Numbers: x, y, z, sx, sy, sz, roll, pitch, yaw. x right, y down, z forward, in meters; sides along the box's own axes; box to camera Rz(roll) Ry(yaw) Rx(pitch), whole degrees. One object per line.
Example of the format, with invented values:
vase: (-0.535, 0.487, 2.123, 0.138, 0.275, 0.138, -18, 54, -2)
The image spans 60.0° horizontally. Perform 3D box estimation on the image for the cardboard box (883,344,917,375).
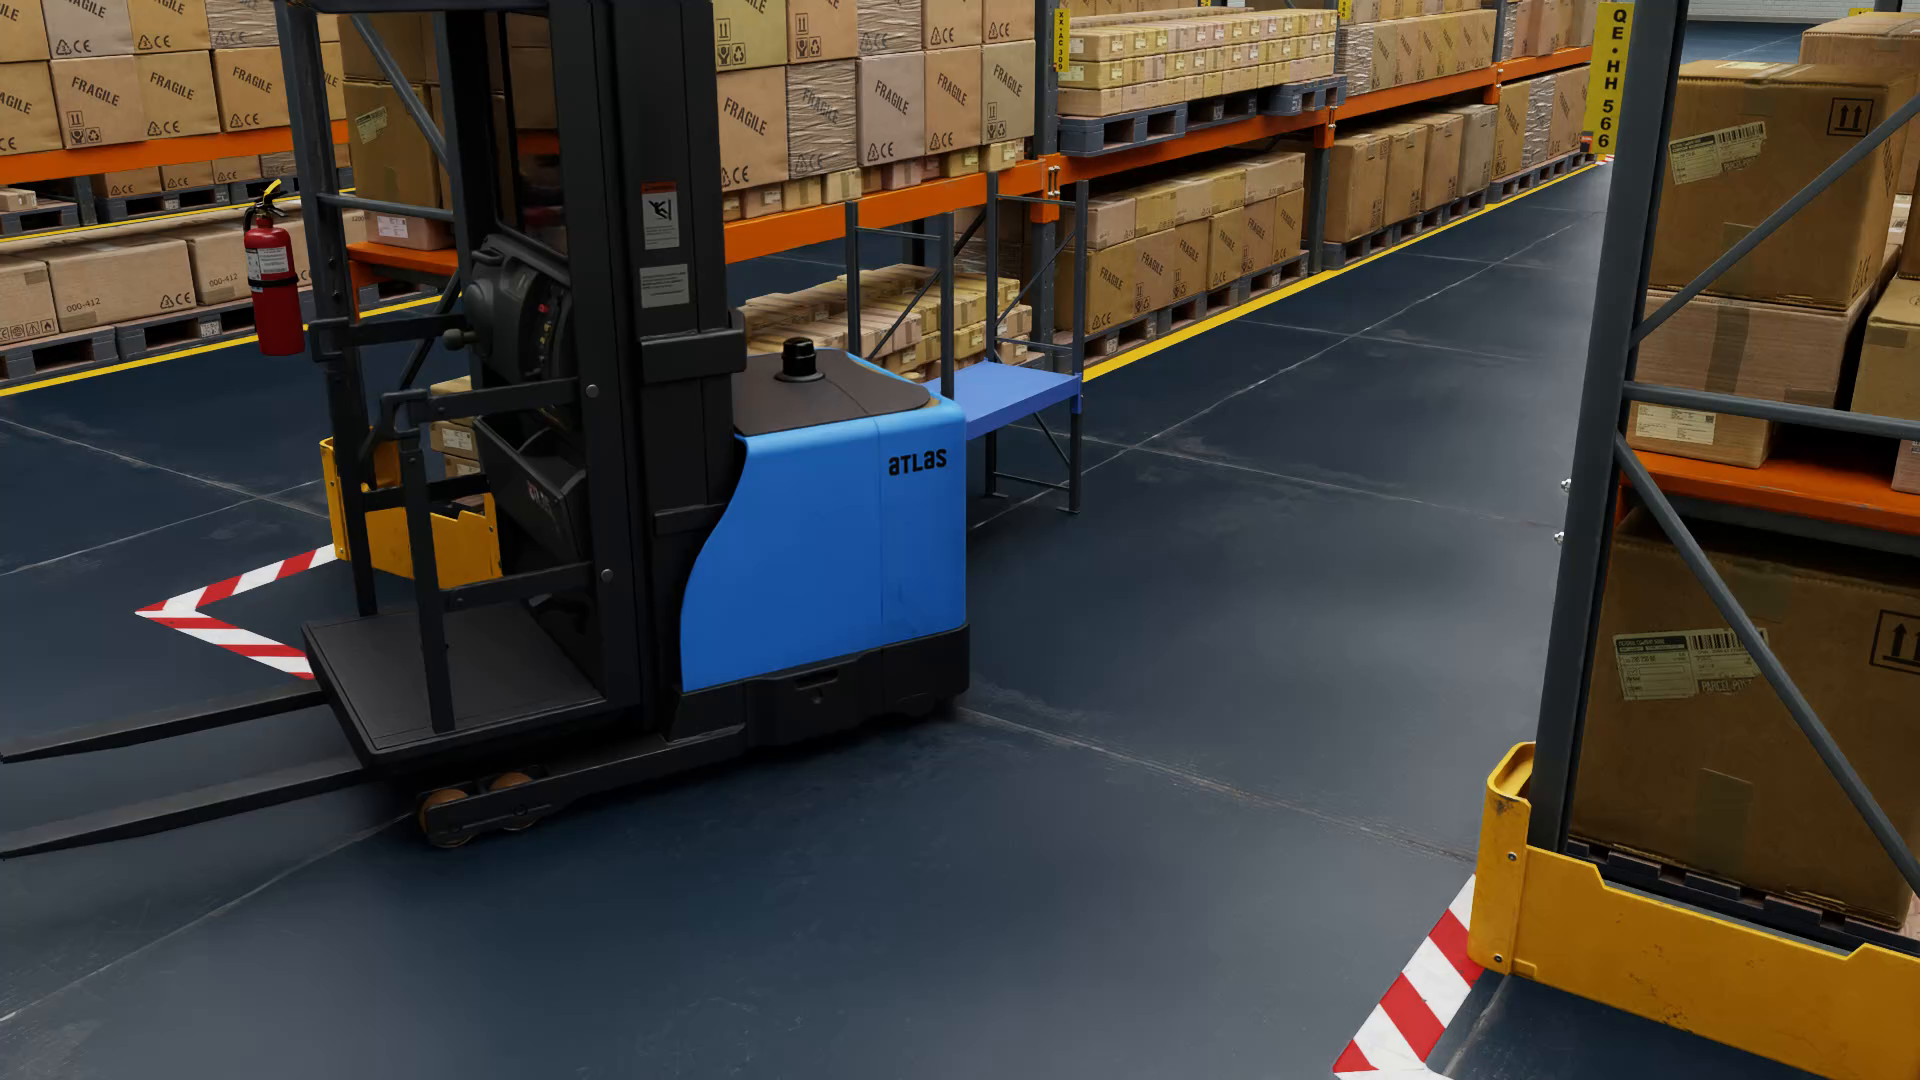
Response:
cardboard box: (-0.447, -0.960, 8.613, 0.380, 0.149, 0.250, 14, 24, 33)

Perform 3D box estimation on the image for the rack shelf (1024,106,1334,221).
rack shelf: (1.219, -2.640, 11.115, 1.077, 0.370, 4.000, 13, 24, 32)

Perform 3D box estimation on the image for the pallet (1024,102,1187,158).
pallet: (0.645, -2.504, 9.989, 1.003, 0.211, 1.213, 13, 24, 32)

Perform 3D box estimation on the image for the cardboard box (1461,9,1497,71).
cardboard box: (4.519, -4.544, 15.081, 0.500, 0.500, 0.500, 13, 24, 32)

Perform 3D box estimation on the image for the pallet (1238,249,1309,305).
pallet: (1.903, -2.019, 12.420, 1.003, 0.211, 1.213, 13, 24, 32)

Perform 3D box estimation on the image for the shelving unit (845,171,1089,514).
shelving unit: (0.048, -0.728, 7.071, 0.538, 1.500, 1.048, 13, 24, 32)

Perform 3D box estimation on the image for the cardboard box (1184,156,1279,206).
cardboard box: (1.901, -2.533, 11.706, 0.500, 0.250, 0.500, 14, 24, 33)

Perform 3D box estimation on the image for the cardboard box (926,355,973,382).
cardboard box: (-0.155, -0.938, 8.981, 0.380, 0.149, 0.250, 12, 24, 30)

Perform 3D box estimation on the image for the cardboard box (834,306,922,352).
cardboard box: (-0.421, -1.081, 8.510, 0.380, 0.149, 0.250, 12, 23, 29)

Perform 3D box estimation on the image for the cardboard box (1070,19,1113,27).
cardboard box: (0.744, -3.211, 10.522, 0.380, 0.149, 0.250, 12, 24, 30)

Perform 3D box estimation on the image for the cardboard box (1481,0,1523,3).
cardboard box: (4.828, -5.375, 15.699, 0.875, 0.550, 0.550, 13, 24, 32)

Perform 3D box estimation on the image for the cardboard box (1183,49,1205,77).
cardboard box: (1.281, -2.947, 10.236, 0.380, 0.149, 0.250, 14, 25, 34)

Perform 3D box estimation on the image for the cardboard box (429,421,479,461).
cardboard box: (-2.093, -0.462, 7.266, 0.380, 0.149, 0.250, 13, 24, 30)

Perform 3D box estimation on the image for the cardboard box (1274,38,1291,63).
cardboard box: (2.007, -3.315, 11.230, 0.380, 0.149, 0.250, 13, 24, 32)

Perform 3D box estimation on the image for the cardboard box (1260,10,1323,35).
cardboard box: (2.304, -3.608, 11.594, 0.380, 0.149, 0.250, 13, 24, 31)

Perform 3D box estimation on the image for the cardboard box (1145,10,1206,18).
cardboard box: (1.483, -3.592, 11.550, 0.380, 0.149, 0.250, 12, 24, 30)

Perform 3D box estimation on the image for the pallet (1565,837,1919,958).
pallet: (2.276, 0.804, 4.788, 1.003, 0.211, 1.213, 13, 24, 32)

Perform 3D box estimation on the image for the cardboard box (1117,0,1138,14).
cardboard box: (1.742, -6.333, 19.488, 0.500, 0.500, 0.500, 14, 24, 32)

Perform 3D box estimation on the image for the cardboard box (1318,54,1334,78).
cardboard box: (2.446, -3.399, 11.888, 0.380, 0.149, 0.250, 14, 24, 33)

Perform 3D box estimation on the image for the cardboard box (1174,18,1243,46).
cardboard box: (1.571, -3.234, 10.584, 0.380, 0.149, 0.250, 14, 25, 33)

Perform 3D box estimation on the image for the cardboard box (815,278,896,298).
cardboard box: (-0.576, -1.334, 9.195, 0.380, 0.149, 0.250, 13, 24, 31)

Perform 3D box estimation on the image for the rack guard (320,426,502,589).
rack guard: (-2.111, -0.105, 6.829, 1.175, 0.500, 0.348, 13, 24, 32)

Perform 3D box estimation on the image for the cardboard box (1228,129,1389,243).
cardboard box: (2.760, -2.850, 13.284, 1.050, 0.750, 0.750, 13, 24, 31)

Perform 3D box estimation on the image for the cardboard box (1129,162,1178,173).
cardboard box: (1.181, -2.492, 11.595, 0.500, 0.250, 0.500, 13, 24, 32)

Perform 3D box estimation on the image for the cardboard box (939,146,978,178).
cardboard box: (-0.127, -1.998, 8.705, 0.380, 0.149, 0.250, 14, 25, 34)

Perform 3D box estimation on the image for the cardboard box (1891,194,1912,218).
cardboard box: (2.805, -0.961, 5.327, 0.500, 0.250, 0.500, 13, 24, 32)

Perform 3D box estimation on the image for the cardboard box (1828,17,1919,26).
cardboard box: (3.376, -1.601, 5.975, 0.500, 0.500, 0.500, 13, 24, 32)

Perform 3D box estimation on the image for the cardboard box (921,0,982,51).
cardboard box: (-0.232, -2.722, 8.286, 0.500, 0.500, 0.500, 12, 24, 30)

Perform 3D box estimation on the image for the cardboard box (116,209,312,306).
cardboard box: (-5.001, -1.919, 11.217, 0.875, 0.438, 0.875, 12, 24, 30)

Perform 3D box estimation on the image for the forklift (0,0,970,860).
forklift: (-1.499, -0.688, 4.899, 3.031, 2.935, 1.130, -12, 23, -28)

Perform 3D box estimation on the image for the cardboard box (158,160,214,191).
cardboard box: (-7.414, -3.581, 15.620, 0.500, 0.500, 0.500, 13, 24, 31)

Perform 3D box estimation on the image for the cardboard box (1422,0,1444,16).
cardboard box: (3.746, -4.778, 14.274, 0.700, 0.500, 0.500, 14, 24, 32)

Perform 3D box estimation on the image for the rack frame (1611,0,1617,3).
rack frame: (6.840, -5.847, 18.747, 1.000, 3.000, 0.127, 13, 24, 32)

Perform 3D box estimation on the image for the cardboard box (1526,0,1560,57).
cardboard box: (5.481, -5.172, 16.706, 0.875, 0.550, 0.550, 13, 24, 32)

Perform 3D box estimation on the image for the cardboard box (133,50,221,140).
cardboard box: (-4.967, -2.761, 10.261, 0.500, 0.500, 0.500, 14, 25, 34)

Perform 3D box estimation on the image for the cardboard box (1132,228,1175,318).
cardboard box: (1.025, -1.741, 10.645, 0.500, 0.500, 0.500, 15, 25, 34)

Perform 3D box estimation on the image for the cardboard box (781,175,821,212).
cardboard box: (-0.866, -1.625, 7.695, 0.380, 0.149, 0.250, 14, 25, 34)

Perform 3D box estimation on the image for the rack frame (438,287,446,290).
rack frame: (-4.056, -3.340, 11.971, 1.000, 3.000, 0.127, 13, 24, 32)

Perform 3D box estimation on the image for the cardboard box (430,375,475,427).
cardboard box: (-2.066, -0.596, 7.199, 0.380, 0.149, 0.250, 14, 24, 32)

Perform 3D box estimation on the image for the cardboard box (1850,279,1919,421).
cardboard box: (2.384, -0.414, 3.847, 0.500, 0.250, 0.500, 13, 24, 30)

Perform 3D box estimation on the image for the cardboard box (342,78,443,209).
cardboard box: (-2.114, -1.621, 6.752, 0.500, 0.500, 0.500, 14, 24, 33)

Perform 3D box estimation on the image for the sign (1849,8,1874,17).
sign: (3.686, -2.016, 6.837, 0.100, 0.325, 0.005, 13, 24, 32)

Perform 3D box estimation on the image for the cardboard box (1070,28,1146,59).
cardboard box: (0.848, -2.866, 9.589, 0.380, 0.149, 0.250, 14, 25, 33)

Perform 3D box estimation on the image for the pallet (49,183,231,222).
pallet: (-7.737, -3.240, 15.719, 1.003, 0.211, 1.213, 13, 24, 32)

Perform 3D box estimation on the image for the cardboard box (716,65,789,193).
cardboard box: (-1.108, -1.814, 7.272, 0.500, 0.500, 0.500, 14, 24, 33)

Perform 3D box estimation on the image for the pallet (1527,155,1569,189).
pallet: (5.769, -3.945, 17.627, 1.003, 0.211, 1.213, 13, 24, 32)

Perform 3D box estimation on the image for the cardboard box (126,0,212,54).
cardboard box: (-4.952, -3.232, 10.094, 0.500, 0.500, 0.500, 13, 24, 32)

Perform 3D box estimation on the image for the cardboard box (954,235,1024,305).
cardboard box: (0.302, -1.690, 10.507, 0.500, 0.500, 0.500, 13, 24, 31)

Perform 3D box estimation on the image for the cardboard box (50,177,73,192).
cardboard box: (-8.132, -3.530, 15.482, 0.500, 0.500, 0.500, 13, 24, 32)

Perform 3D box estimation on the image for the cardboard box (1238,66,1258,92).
cardboard box: (1.721, -3.032, 10.895, 0.380, 0.149, 0.250, 14, 25, 33)

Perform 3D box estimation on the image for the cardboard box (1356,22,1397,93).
cardboard box: (3.102, -3.821, 13.126, 0.500, 0.500, 0.500, 13, 24, 31)

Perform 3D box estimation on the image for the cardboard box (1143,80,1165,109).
cardboard box: (0.991, -2.658, 9.883, 0.380, 0.149, 0.250, 13, 24, 32)
